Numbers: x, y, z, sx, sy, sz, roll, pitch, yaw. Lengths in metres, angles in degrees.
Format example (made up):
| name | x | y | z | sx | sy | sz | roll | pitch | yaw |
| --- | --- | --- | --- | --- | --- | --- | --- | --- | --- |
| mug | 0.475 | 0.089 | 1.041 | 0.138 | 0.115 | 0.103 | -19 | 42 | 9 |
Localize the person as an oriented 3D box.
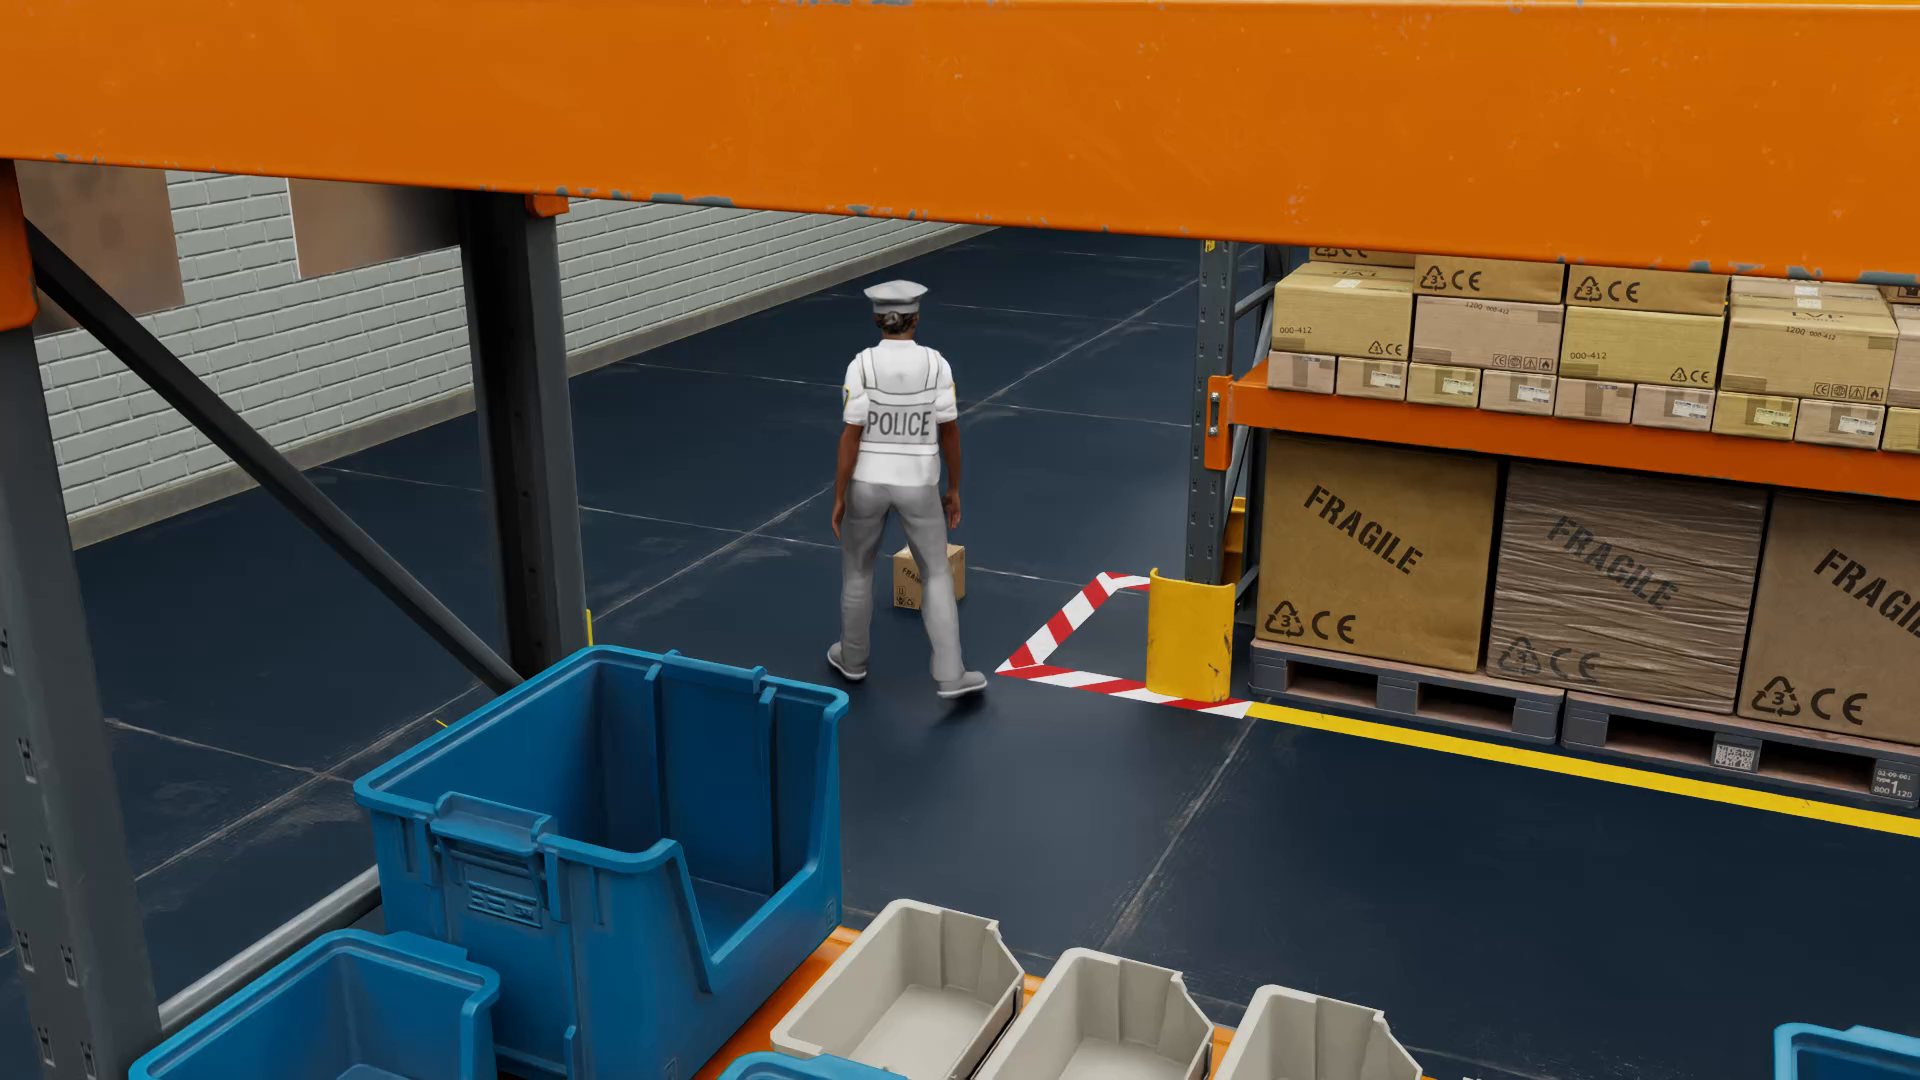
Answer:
| name | x | y | z | sx | sy | sz | roll | pitch | yaw |
| --- | --- | --- | --- | --- | --- | --- | --- | --- | --- |
| person | -0.219 | -0.187 | 6.596 | 0.621 | 1.639 | 0.663 | -3 | 19 | -8 |
